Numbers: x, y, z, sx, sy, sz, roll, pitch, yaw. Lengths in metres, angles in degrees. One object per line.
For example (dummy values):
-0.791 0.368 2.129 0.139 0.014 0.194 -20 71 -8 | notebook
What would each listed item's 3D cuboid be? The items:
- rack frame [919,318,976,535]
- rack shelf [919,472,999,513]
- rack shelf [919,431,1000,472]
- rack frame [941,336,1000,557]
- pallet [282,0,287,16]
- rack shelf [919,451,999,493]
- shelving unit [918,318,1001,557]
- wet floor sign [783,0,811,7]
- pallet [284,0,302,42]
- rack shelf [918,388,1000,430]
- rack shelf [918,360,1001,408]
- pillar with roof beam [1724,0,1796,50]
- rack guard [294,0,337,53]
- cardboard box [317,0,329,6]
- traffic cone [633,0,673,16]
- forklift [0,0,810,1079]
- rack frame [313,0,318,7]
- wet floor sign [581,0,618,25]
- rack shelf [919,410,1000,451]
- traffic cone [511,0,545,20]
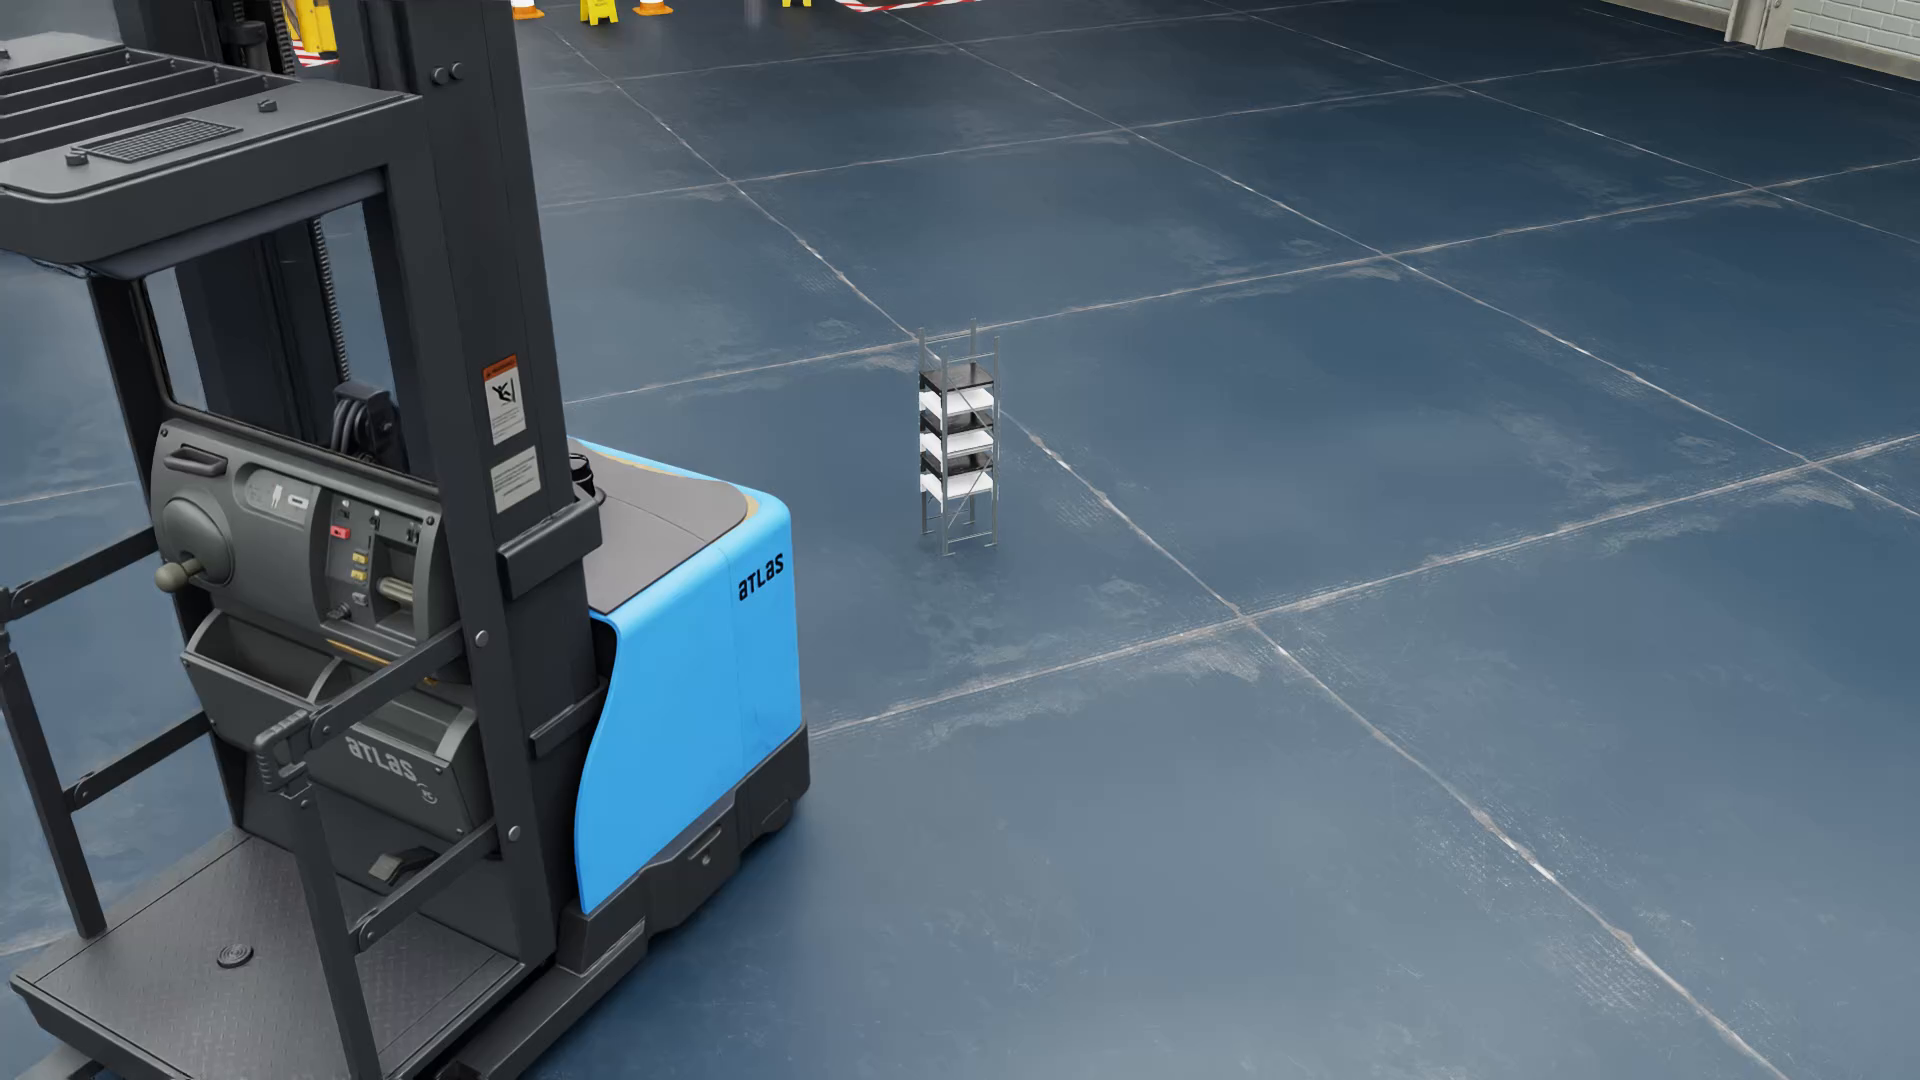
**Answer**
-0.047 -0.441 6.616 0.240 0.900 0.006 -13 32 -22 | rack frame
-0.003 -0.210 6.641 0.258 0.077 0.200 -13 32 -22 | rack shelf
-0.003 -0.367 6.553 0.258 0.077 0.200 -13 32 -22 | rack shelf
0.040 -0.351 6.456 0.240 0.900 0.006 -13 32 -22 | rack frame
-6.034 -5.307 15.999 1.003 0.211 1.213 -13 32 -22 | pallet
-0.003 -0.289 6.597 0.258 0.077 0.200 -13 32 -22 | rack shelf
-0.003 -0.396 6.536 0.258 0.900 0.210 -13 32 -22 | shelving unit
-1.557 -5.397 15.715 0.267 0.644 0.232 -3 29 -5 | wet floor sign
-5.514 -4.769 15.039 1.003 0.211 1.213 -13 32 -22 | pallet
-0.003 -0.524 6.465 0.258 0.077 0.200 -13 32 -22 | rack shelf
-0.003 -0.603 6.421 0.258 0.077 0.200 -13 32 -22 | rack shelf
3.012 -7.336 10.632 9.100 9.000 0.400 -13 32 -22 | pillar with roof beam
-5.090 -4.548 14.349 1.175 0.500 0.348 -13 32 -22 | rack guard
-5.451 -5.191 14.683 0.875 0.875 0.875 -13 32 -22 | cardboard box
-2.879 -5.162 15.483 0.336 0.463 0.334 -13 32 -22 | traffic cone
-1.648 0.042 3.678 1.130 2.935 3.031 16 33 26 | forklift
-5.100 -5.649 13.757 1.000 3.000 0.127 -13 32 -22 | rack frame
-3.299 -5.025 15.051 0.267 0.644 0.232 -19 35 -30 | wet floor sign
-0.003 -0.446 6.509 0.258 0.077 0.200 -13 32 -22 | rack shelf
-4.045 -5.075 15.327 0.336 0.463 0.334 -13 32 -22 | traffic cone
